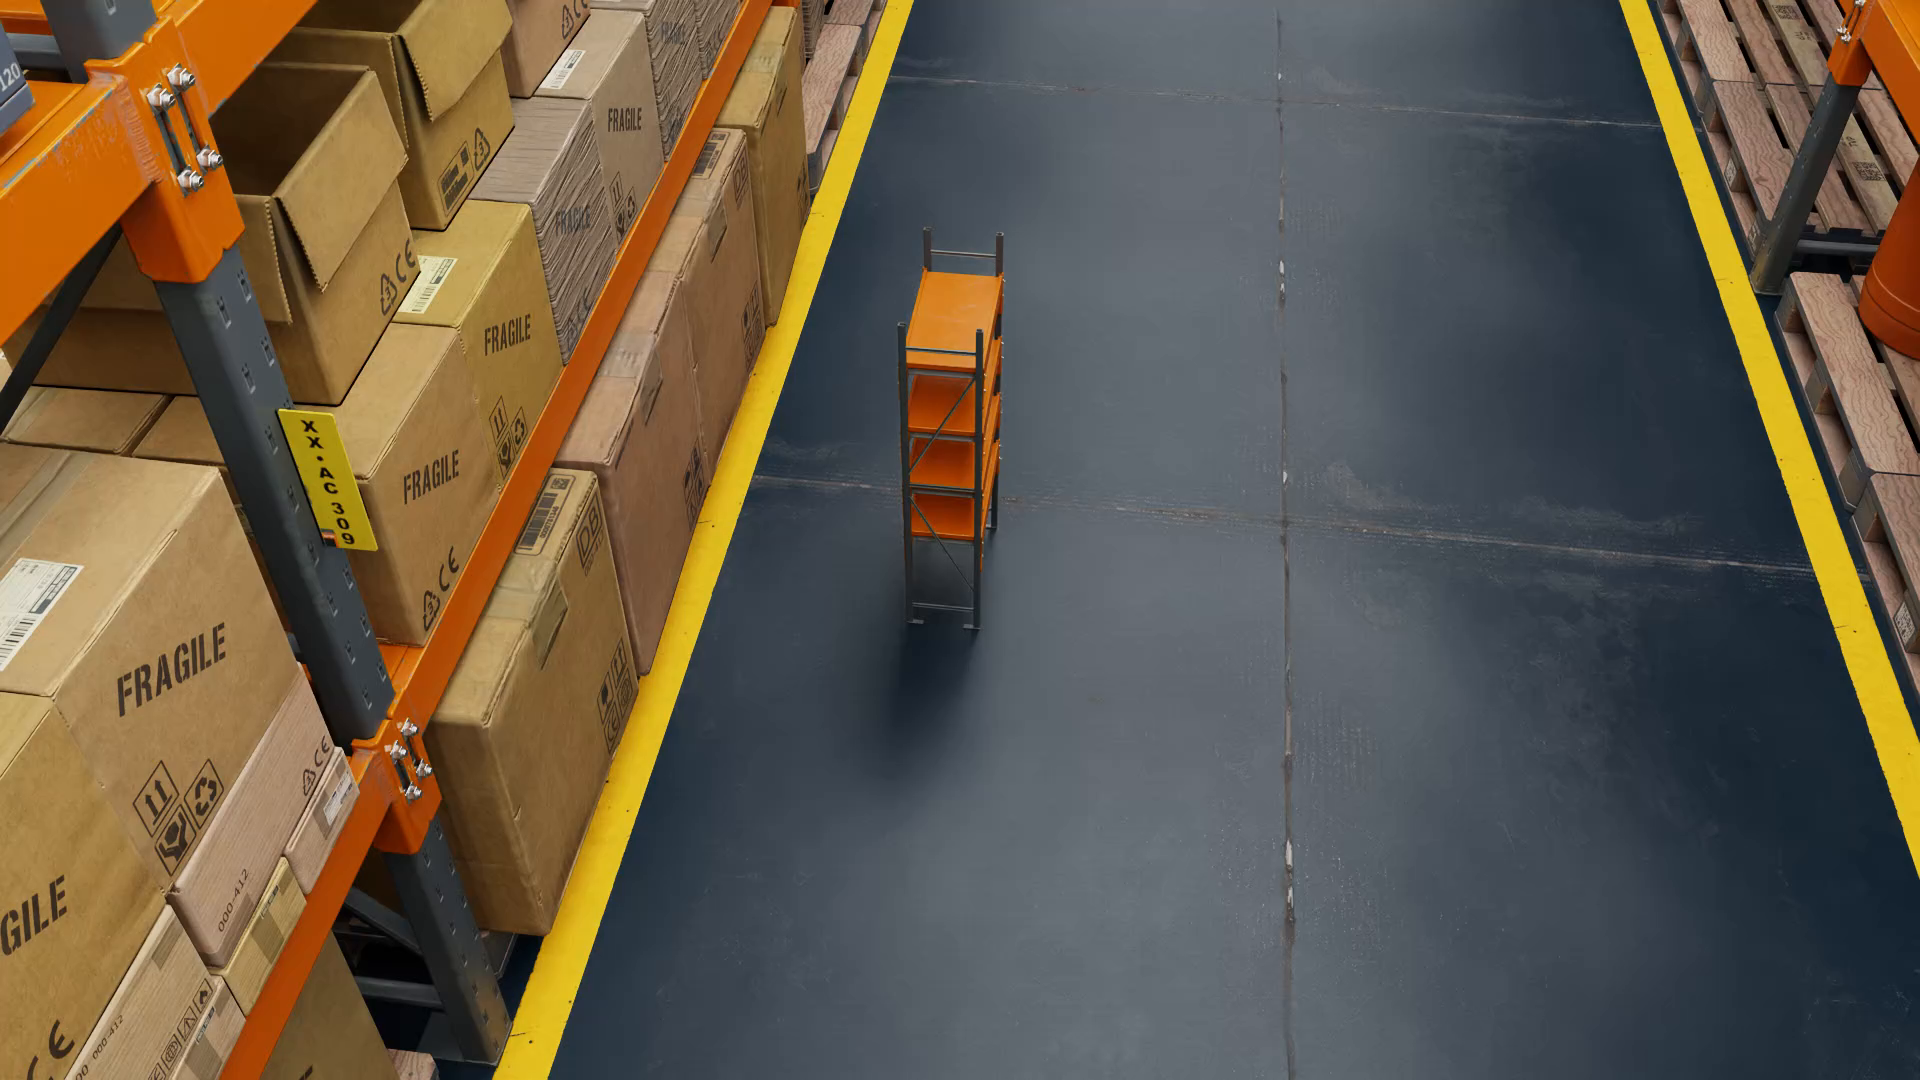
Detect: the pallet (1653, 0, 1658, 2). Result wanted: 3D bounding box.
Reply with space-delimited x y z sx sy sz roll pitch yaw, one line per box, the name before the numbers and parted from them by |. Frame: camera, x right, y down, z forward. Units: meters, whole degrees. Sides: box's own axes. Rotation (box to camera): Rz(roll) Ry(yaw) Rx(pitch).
pallet | 4.218 -3.260 9.040 1.003 0.211 1.213 5 44 6

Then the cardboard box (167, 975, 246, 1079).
cardboard box | -1.468 0.870 2.833 0.380 0.149 0.250 5 44 5

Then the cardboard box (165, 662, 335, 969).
cardboard box | -1.482 0.462 2.974 0.500 0.250 0.500 4 44 5

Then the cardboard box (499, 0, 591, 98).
cardboard box | -1.439 -1.538 4.390 0.797 0.503 0.637 7 44 7

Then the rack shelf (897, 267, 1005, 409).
rack shelf | -0.022 -0.608 4.948 0.258 0.148 0.480 5 44 6

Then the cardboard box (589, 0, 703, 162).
cardboard box | -1.112 -1.520 5.101 0.500 0.500 0.500 4 44 4

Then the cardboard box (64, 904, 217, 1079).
cardboard box | -1.548 0.814 2.601 0.500 0.250 0.500 6 44 7

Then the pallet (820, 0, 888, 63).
pallet | -0.887 -2.885 8.643 1.003 0.211 1.213 5 44 6

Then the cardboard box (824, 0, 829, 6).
cardboard box | -0.958 -3.012 8.248 0.700 0.500 0.500 9 44 9

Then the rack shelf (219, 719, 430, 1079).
rack shelf | -1.948 1.815 2.175 1.077 0.370 4.000 5 44 6

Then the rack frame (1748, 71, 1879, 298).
rack frame | 3.754 -2.086 5.771 1.000 3.000 0.127 5 44 6

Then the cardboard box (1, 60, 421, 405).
cardboard box | -1.608 -0.646 3.449 0.797 0.503 0.637 4 44 4

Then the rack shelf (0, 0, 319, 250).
rack shelf | -1.420 -2.001 4.023 1.077 0.370 4.000 5 44 6

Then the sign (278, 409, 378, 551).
sign | -1.134 -0.103 2.990 0.100 0.325 0.005 5 44 6

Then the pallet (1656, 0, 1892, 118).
pallet | 4.059 -2.426 8.159 1.003 0.211 1.213 5 44 6

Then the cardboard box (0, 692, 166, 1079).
cardboard box | -1.550 0.543 2.342 0.500 0.500 0.500 6 44 6

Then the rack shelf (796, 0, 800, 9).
rack shelf | -0.891 -3.638 7.933 1.077 0.370 4.000 5 44 6

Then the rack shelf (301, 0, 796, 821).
rack shelf | -1.420 -0.911 5.054 1.077 0.370 4.000 5 44 6

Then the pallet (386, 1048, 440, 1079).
pallet | -1.862 1.714 3.786 1.003 0.211 1.213 5 44 6

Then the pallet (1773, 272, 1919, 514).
pallet | 3.691 -0.532 6.158 1.003 0.211 1.213 5 44 6

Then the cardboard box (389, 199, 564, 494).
cardboard box | -1.310 -0.479 4.002 0.500 0.500 0.500 5 44 6

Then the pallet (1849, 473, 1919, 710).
pallet | 3.528 0.297 5.283 1.003 0.211 1.213 5 44 6

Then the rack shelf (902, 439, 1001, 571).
rack shelf | -0.022 -0.130 5.401 0.258 0.148 0.480 5 44 6

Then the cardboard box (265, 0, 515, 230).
cardboard box | -1.506 -1.113 3.941 0.797 0.503 0.637 6 44 6

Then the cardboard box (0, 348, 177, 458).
cardboard box | -1.893 -0.190 3.696 0.500 0.500 0.500 5 44 6

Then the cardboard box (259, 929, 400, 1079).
cardboard box | -1.851 1.252 3.486 0.875 0.875 0.875 5 44 6

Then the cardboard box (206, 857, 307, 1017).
cardboard box | -1.433 0.695 3.017 0.380 0.149 0.250 6 44 6

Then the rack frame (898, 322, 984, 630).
rack frame | -0.054 -0.157 5.043 0.240 1.200 0.015 5 44 6

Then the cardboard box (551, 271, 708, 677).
cardboard box | -1.502 -0.238 5.059 1.225 0.875 0.875 4 44 4

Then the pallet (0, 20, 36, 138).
pallet | -1.803 -0.310 1.779 1.003 0.211 1.213 5 44 6

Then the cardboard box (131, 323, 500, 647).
cardboard box | -1.375 -0.137 3.640 0.500 0.500 0.500 5 44 6

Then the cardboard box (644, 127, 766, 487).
cardboard box | -1.393 -0.841 5.697 1.225 0.875 0.875 5 44 6

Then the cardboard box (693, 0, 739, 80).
cardboard box | -1.047 -1.874 5.475 0.500 0.500 0.500 5 44 5

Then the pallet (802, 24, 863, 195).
pallet | -1.050 -2.056 7.767 1.003 0.211 1.213 5 44 6

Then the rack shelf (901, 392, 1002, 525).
rack shelf | -0.022 -0.274 5.265 0.258 0.148 0.480 5 44 6

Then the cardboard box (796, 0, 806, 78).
cardboard box | -1.086 -2.246 7.439 0.700 0.500 0.500 3 44 3

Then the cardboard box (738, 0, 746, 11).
cardboard box | -0.975 -2.213 5.833 0.500 0.500 0.500 6 44 7

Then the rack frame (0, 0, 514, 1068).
rack frame | -1.684 0.190 3.367 1.000 3.000 0.127 5 44 6

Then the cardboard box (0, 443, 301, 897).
cardboard box | -1.480 0.202 2.702 0.500 0.500 0.500 6 44 7

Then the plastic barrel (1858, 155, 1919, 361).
plastic barrel | 3.707 -1.115 6.019 0.600 0.830 0.708 5 44 6

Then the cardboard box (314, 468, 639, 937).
cardboard box | -1.619 0.371 4.416 1.225 0.875 0.875 5 44 6

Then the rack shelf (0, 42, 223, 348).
rack shelf | -1.948 0.725 1.144 1.077 0.370 4.000 5 44 6

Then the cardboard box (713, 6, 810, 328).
cardboard box | -1.267 -1.448 6.338 1.225 0.875 0.875 3 44 4

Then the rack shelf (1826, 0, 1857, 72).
rack shelf | 4.019 -3.187 7.458 1.077 0.370 4.000 5 44 6

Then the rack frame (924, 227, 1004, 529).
rack frame | 0.010 -0.489 5.394 0.240 1.200 0.015 5 44 6

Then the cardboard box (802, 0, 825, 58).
cardboard box | -1.026 -2.625 7.839 0.700 0.500 0.500 2 43 2

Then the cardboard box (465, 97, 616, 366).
cardboard box | -1.243 -0.820 4.362 0.500 0.500 0.500 4 44 5

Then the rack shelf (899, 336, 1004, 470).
rack shelf | -0.022 -0.436 5.111 0.258 0.148 0.480 5 44 6

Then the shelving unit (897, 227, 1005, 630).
shelving unit | -0.022 -0.323 5.218 0.258 1.200 0.503 5 44 6

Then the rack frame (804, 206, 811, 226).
rack frame | -1.155 -2.536 6.246 1.000 3.000 0.127 5 44 6

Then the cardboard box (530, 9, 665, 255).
cardboard box | -1.180 -1.173 4.735 0.500 0.500 0.500 6 44 6

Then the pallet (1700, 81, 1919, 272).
pallet | 3.895 -1.597 7.284 1.003 0.211 1.213 5 44 6

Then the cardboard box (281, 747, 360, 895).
cardboard box | -1.400 0.519 3.203 0.380 0.149 0.250 5 44 6

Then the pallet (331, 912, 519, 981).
pallet | -1.657 0.670 4.889 1.003 0.211 1.213 5 44 6

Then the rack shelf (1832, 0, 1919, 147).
rack shelf | 3.490 -0.461 4.579 1.077 0.370 4.000 5 44 6
